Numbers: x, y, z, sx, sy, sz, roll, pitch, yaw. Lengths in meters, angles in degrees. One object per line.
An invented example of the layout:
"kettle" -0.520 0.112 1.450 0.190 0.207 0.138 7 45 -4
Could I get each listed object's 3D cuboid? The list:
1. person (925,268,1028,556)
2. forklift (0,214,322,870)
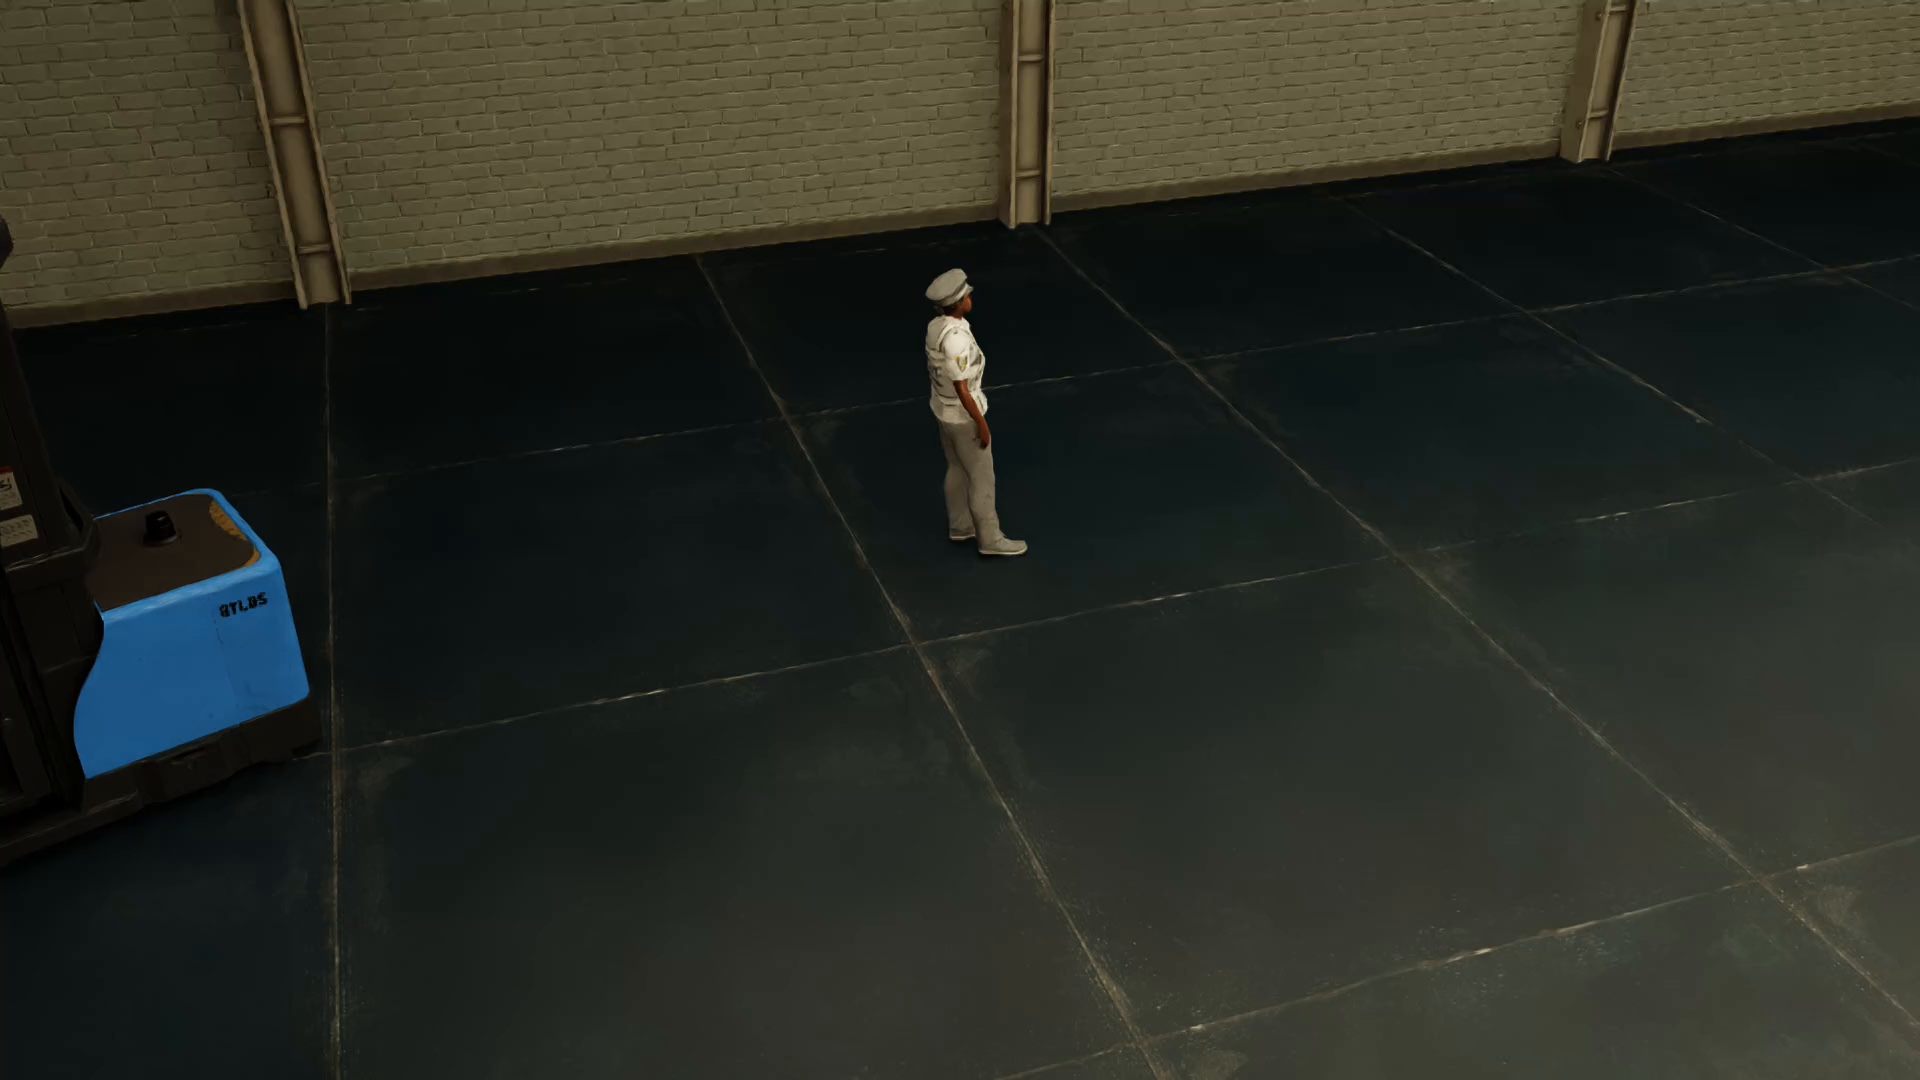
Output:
"person" 0.077 -0.739 9.607 0.529 1.684 0.570 -10 31 -16
"forklift" -4.626 0.023 7.047 3.031 2.935 1.130 -22 36 -33
